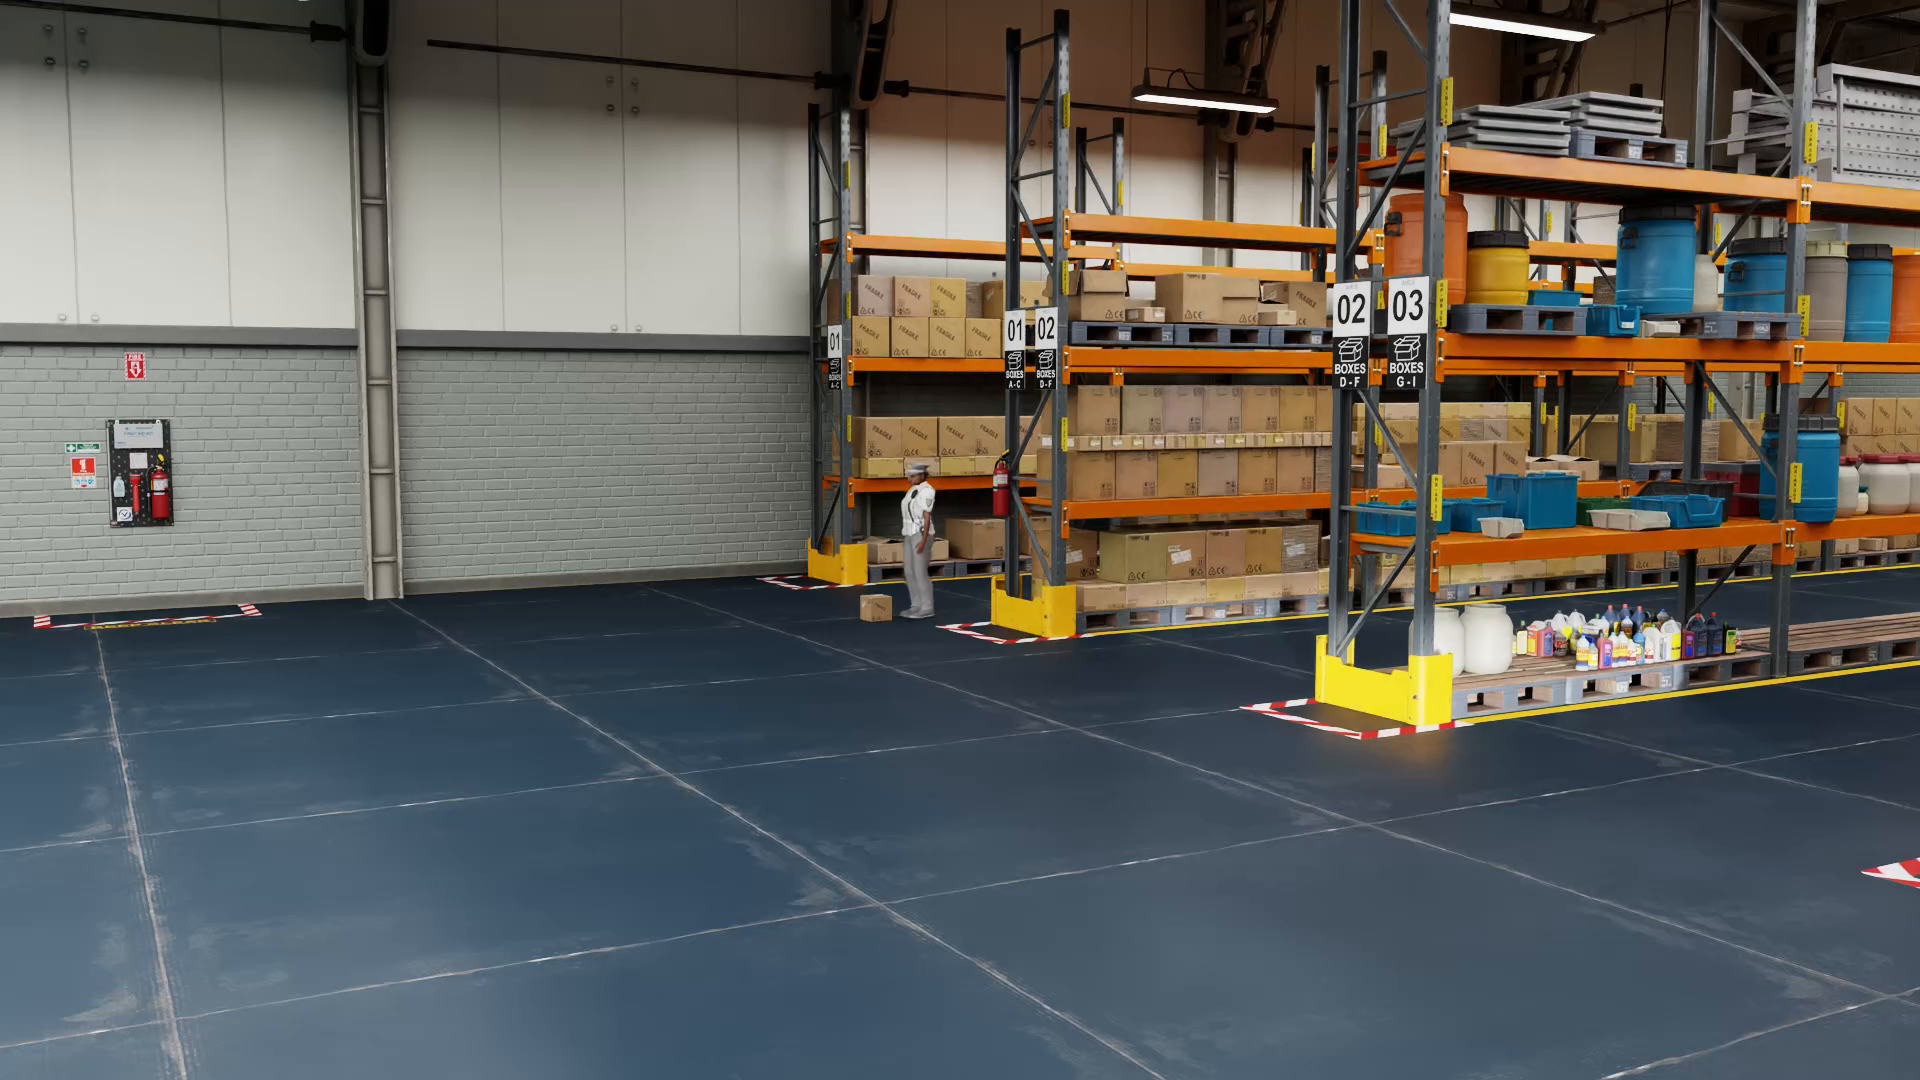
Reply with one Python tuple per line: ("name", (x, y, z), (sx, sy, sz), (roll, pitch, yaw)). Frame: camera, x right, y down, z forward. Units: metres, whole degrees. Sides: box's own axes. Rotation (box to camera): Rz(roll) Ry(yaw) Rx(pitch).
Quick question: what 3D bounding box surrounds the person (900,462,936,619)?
("person", (-0.440, -0.002, 17.597), (0.339, 1.658, 0.439), (-3, 6, -28))
